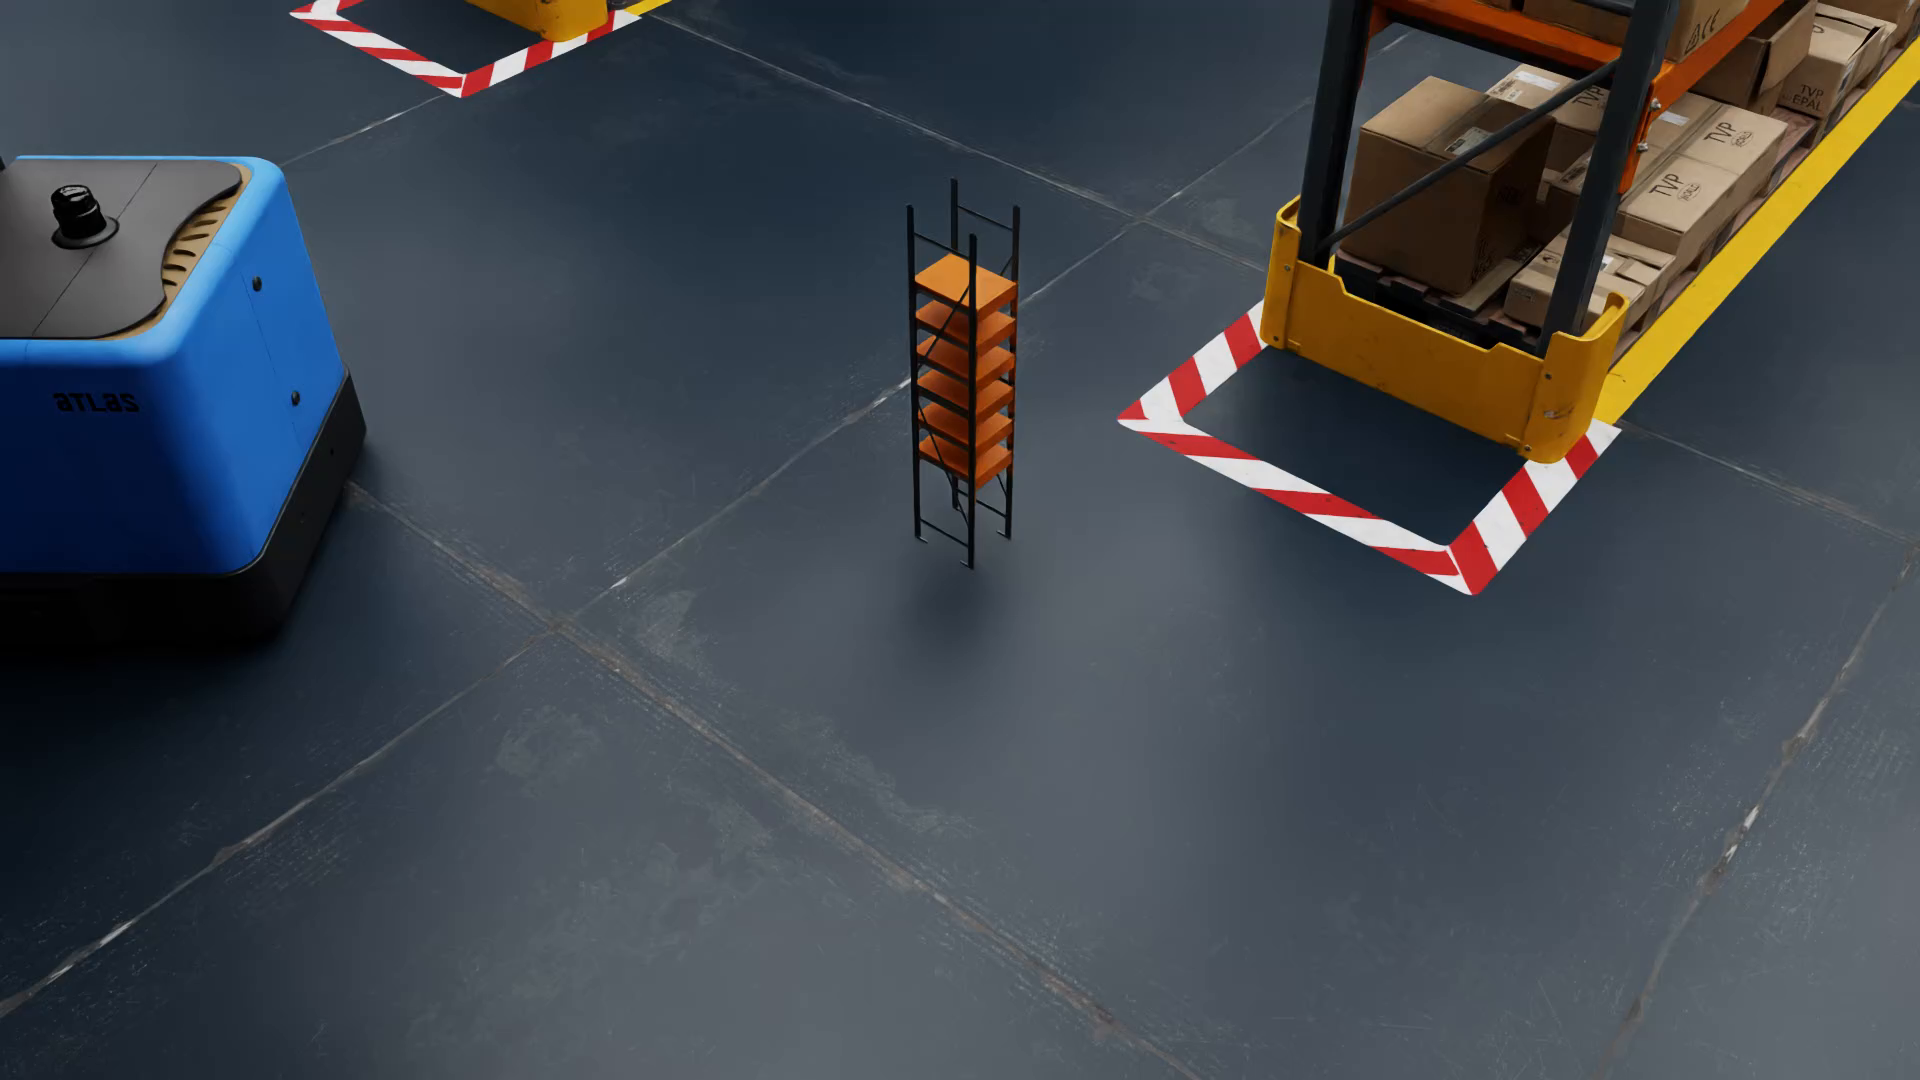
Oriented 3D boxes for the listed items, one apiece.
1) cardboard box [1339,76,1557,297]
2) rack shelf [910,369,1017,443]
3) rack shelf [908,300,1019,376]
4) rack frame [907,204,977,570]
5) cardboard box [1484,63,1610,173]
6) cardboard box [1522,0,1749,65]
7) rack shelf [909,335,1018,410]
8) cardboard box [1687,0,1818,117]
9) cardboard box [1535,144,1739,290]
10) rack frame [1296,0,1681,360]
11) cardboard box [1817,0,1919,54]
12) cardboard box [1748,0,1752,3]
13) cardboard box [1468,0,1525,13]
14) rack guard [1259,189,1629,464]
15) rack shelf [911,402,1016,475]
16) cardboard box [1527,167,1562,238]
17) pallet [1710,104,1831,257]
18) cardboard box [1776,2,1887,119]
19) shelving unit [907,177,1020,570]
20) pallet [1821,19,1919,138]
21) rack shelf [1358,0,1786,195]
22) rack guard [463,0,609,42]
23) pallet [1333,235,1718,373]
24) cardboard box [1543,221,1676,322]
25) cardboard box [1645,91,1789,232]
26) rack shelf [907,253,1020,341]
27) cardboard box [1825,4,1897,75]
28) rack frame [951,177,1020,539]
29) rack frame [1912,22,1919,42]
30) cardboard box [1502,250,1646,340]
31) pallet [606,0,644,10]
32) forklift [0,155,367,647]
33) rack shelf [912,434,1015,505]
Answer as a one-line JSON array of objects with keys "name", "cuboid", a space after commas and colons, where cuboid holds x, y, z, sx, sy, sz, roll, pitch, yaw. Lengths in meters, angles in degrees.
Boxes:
[{"name": "cardboard box", "cuboid": [1.736, -1.271, 5.949, 0.500, 0.500, 0.500, 29, 50, 28]}, {"name": "rack shelf", "cuboid": [0.009, -0.419, 4.884, 0.258, 0.103, 0.180, 29, 50, 28]}, {"name": "rack shelf", "cuboid": [0.009, -0.596, 4.723, 0.258, 0.103, 0.180, 29, 50, 28]}, {"name": "rack frame", "cuboid": [-0.050, -0.404, 4.803, 0.240, 1.200, 0.006, 29, 50, 28]}, {"name": "cardboard box", "cuboid": [2.370, -1.654, 6.556, 0.500, 0.250, 0.500, 29, 50, 28]}, {"name": "cardboard box", "cuboid": [2.062, -1.797, 4.923, 0.500, 0.500, 0.500, 31, 50, 29]}, {"name": "rack shelf", "cuboid": [0.009, -0.507, 4.804, 0.258, 0.103, 0.180, 29, 50, 28]}, {"name": "cardboard box", "cuboid": [2.944, -1.975, 6.721, 0.797, 0.503, 0.637, 29, 50, 28]}, {"name": "cardboard box", "cuboid": [2.463, -1.206, 6.064, 0.500, 0.250, 0.500, 29, 50, 28]}, {"name": "rack frame", "cuboid": [1.575, -1.646, 4.831, 1.000, 3.000, 0.127, 29, 50, 28]}, {"name": "cardboard box", "cuboid": [3.999, -2.527, 7.331, 0.500, 0.500, 0.500, 29, 50, 28]}, {"name": "cardboard box", "cuboid": [2.390, -2.065, 5.217, 0.500, 0.500, 0.500, 29, 50, 28]}, {"name": "cardboard box", "cuboid": [1.655, -2.031, 5.180, 0.500, 0.500, 0.500, 31, 51, 30]}, {"name": "rack guard", "cuboid": [1.624, -0.760, 5.714, 1.175, 0.500, 0.348, 29, 50, 28]}, {"name": "rack shelf", "cuboid": [0.009, -0.330, 4.965, 0.258, 0.103, 0.180, 29, 50, 28]}, {"name": "cardboard box", "cuboid": [2.066, -1.317, 6.247, 0.380, 0.166, 0.250, 29, 50, 28]}, {"name": "pallet", "cuboid": [2.921, -1.690, 6.951, 1.003, 0.211, 1.213, 29, 50, 28]}, {"name": "cardboard box", "cuboid": [3.517, -2.071, 6.970, 0.500, 0.311, 0.500, 29, 50, 28]}, {"name": "shelving unit", "cuboid": [0.009, -0.451, 4.855, 0.258, 1.200, 0.189, 29, 50, 28]}, {"name": "pallet", "cuboid": [3.706, -2.321, 7.645, 1.003, 0.211, 1.213, 29, 50, 28]}, {"name": "rack shelf", "cuboid": [2.862, -2.410, 6.205, 1.077, 0.370, 4.000, 29, 50, 28]}, {"name": "rack guard", "cuboid": [-2.220, -2.850, 8.012, 1.175, 0.500, 0.348, 29, 50, 28]}, {"name": "pallet", "cuboid": [2.136, -1.064, 6.264, 1.003, 0.211, 1.213, 29, 50, 28]}, {"name": "cardboard box", "cuboid": [2.268, -0.956, 5.851, 0.380, 0.166, 0.250, 29, 50, 28]}, {"name": "cardboard box", "cuboid": [2.785, -1.463, 6.347, 0.500, 0.250, 0.500, 29, 50, 28]}, {"name": "rack shelf", "cuboid": [0.009, -0.685, 4.642, 0.258, 0.103, 0.180, 29, 50, 28]}, {"name": "cardboard box", "cuboid": [3.804, -2.178, 7.208, 0.380, 0.149, 0.250, 29, 50, 28]}, {"name": "rack frame", "cuboid": [0.068, -0.498, 4.906, 0.240, 1.200, 0.006, 29, 50, 28]}, {"name": "rack frame", "cuboid": [4.149, -3.706, 7.096, 1.000, 3.000, 0.127, 29, 50, 28]}, {"name": "cardboard box", "cuboid": [2.107, -0.821, 5.715, 0.380, 0.149, 0.250, 29, 50, 28]}, {"name": "pallet", "cuboid": [-1.654, -3.169, 8.578, 1.003, 0.211, 1.213, 29, 50, 28]}, {"name": "forklift", "cuboid": [-3.496, -1.112, 4.295, 3.031, 2.935, 1.130, 0, 42, 1]}, {"name": "rack shelf", "cuboid": [0.009, -0.241, 5.046, 0.258, 0.103, 0.180, 29, 50, 28]}]
